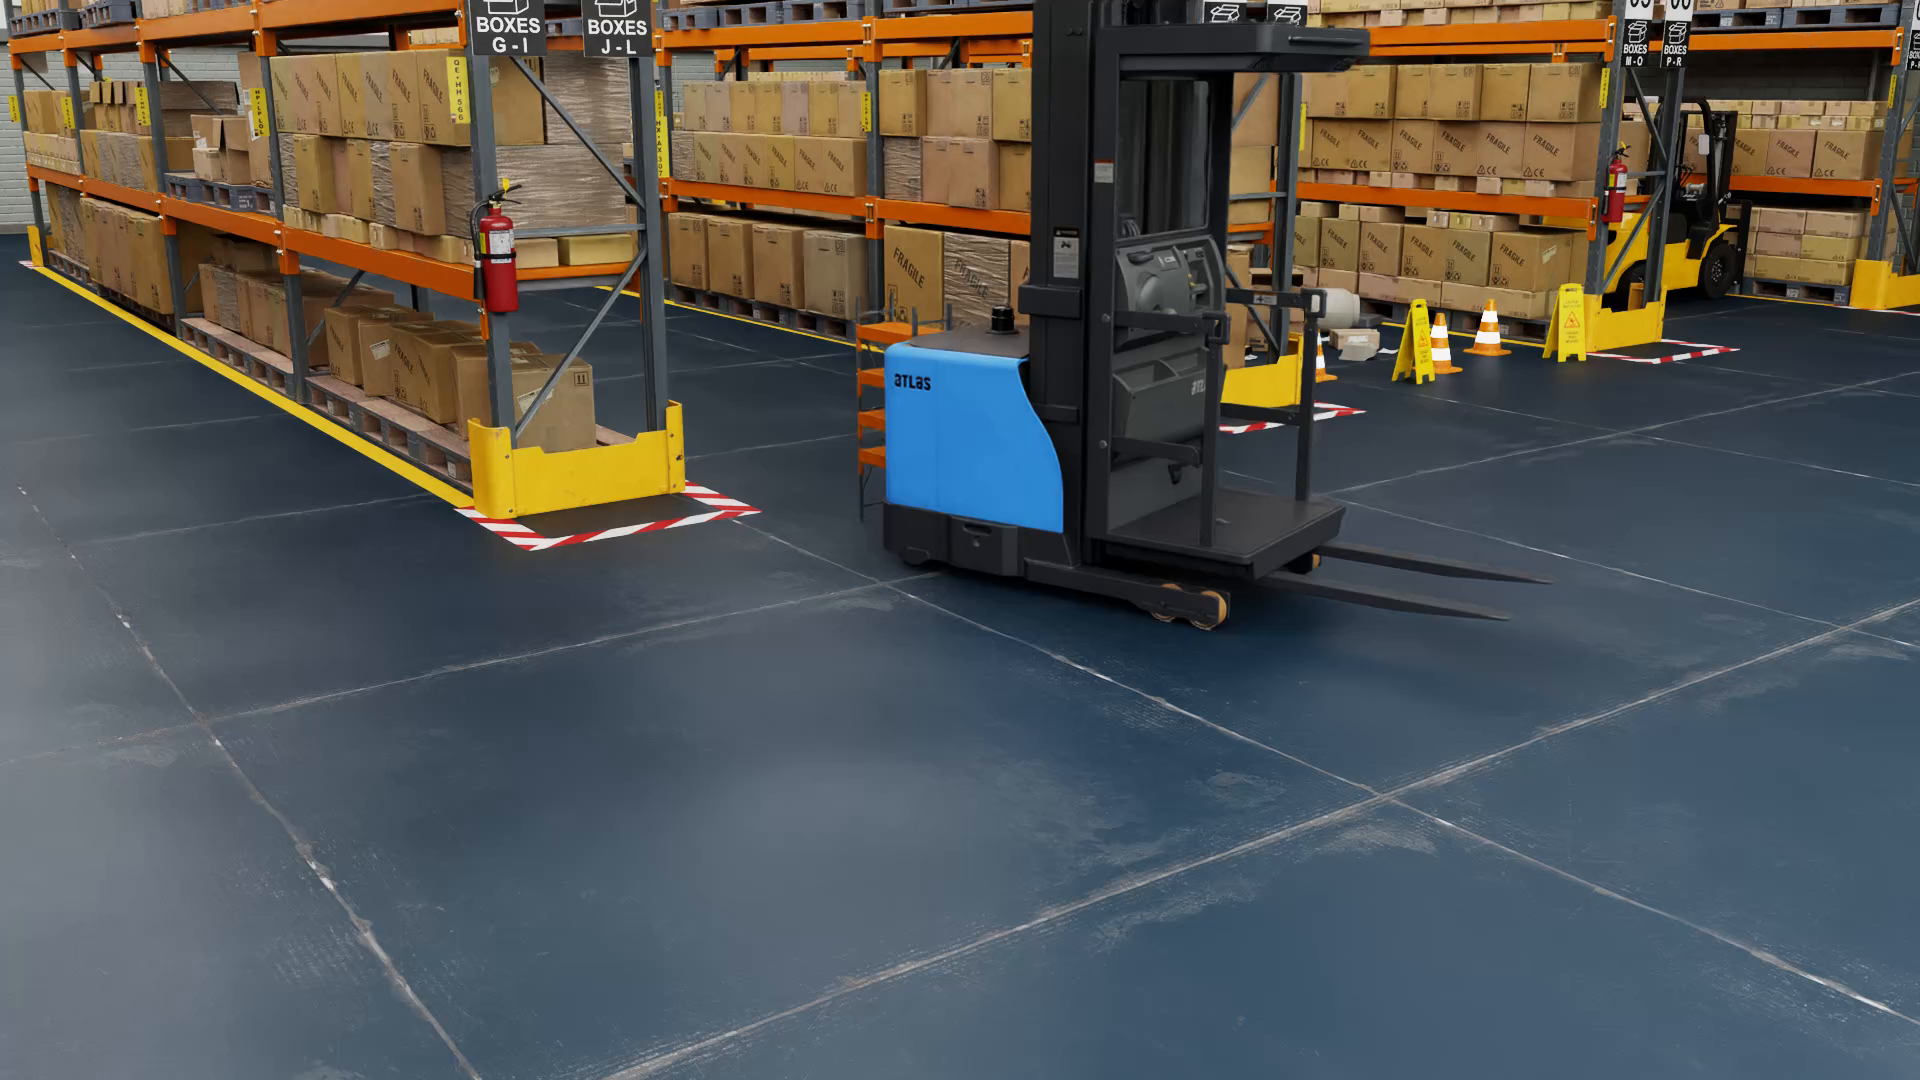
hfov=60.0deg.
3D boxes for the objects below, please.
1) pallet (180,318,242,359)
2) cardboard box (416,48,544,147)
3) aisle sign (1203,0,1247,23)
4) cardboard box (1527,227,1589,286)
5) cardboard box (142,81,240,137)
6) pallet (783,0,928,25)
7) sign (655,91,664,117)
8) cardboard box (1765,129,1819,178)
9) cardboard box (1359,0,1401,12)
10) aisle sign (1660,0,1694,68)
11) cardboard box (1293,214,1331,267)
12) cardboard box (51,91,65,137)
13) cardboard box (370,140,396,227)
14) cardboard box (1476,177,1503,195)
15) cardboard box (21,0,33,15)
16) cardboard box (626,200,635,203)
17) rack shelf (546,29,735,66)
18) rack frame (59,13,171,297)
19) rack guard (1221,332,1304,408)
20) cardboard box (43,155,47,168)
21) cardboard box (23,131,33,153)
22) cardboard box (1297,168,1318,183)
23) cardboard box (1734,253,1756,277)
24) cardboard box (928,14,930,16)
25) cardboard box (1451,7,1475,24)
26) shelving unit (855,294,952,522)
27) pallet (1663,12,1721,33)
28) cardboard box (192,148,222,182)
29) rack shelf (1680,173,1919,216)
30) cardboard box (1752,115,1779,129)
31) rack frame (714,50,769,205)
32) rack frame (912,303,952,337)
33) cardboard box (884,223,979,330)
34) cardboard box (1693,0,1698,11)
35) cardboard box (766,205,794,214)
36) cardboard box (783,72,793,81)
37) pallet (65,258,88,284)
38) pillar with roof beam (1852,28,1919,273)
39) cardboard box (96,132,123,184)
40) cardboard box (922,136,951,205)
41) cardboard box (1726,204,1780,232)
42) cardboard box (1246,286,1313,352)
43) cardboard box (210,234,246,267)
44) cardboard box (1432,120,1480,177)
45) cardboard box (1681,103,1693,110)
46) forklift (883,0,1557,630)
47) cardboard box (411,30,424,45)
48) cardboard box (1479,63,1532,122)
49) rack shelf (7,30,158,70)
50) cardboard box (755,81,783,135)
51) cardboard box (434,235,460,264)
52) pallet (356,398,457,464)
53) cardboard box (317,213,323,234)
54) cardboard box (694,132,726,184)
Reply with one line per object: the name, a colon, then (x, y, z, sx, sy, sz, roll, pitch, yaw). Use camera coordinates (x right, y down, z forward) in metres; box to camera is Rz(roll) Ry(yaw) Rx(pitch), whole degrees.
pallet: (-6.339, -1.859, 14.967, 1.003, 0.211, 1.213, -11, 19, -35)
cardboard box: (-2.617, -2.415, 9.072, 0.500, 0.500, 0.500, -11, 19, -35)
aisle sign: (1.777, -3.603, 11.133, 0.394, 0.787, 0.004, -11, 19, -35)
cardboard box: (5.657, -2.659, 15.601, 0.500, 0.500, 0.500, -12, 19, -36)
cardboard box: (-7.214, -4.061, 15.643, 0.797, 0.503, 0.637, -10, 18, -33)
pallet: (-0.953, -4.807, 15.139, 0.805, 0.209, 1.217, -12, 19, -37)
sign: (-3.160, -4.553, 17.486, 0.100, 0.325, 0.005, -11, 19, -35)
cardboard box: (9.136, -4.197, 18.037, 0.500, 0.500, 0.500, -10, 18, -33)
cardboard box: (4.202, -5.218, 15.999, 0.500, 0.250, 0.500, -11, 19, -34)
aisle sign: (6.209, -4.489, 14.372, 0.394, 0.787, 0.004, -11, 19, -35)
cardboard box: (3.699, -3.125, 17.304, 0.500, 0.500, 0.500, -10, 18, -32)
cardboard box: (-9.927, -4.822, 18.812, 0.500, 0.500, 0.500, -11, 19, -34)
cardboard box: (-3.045, -2.177, 10.096, 0.875, 0.500, 0.500, -11, 19, -35)
cardboard box: (4.981, -3.271, 15.322, 0.380, 0.149, 0.250, -10, 18, -34)
cardboard box: (-10.919, -6.583, 20.090, 0.700, 0.500, 0.500, -12, 19, -37)
cardboard box: (-3.932, -3.800, 19.297, 0.500, 0.250, 0.500, -10, 18, -33)
rack shelf: (-3.902, -5.646, 19.202, 1.077, 0.370, 4.000, -11, 19, -35)
rack frame: (-9.149, -4.225, 18.330, 1.000, 3.000, 0.127, -11, 19, -35)
rack guard: (1.992, -1.200, 12.013, 1.175, 0.500, 0.348, -11, 19, -35)
cardboard box: (-10.802, -4.556, 20.018, 0.380, 0.149, 0.250, -11, 19, -35)
cardboard box: (-11.438, -5.006, 20.903, 0.500, 0.250, 0.500, -11, 19, -36)
cardboard box: (3.687, -3.771, 17.146, 0.380, 0.149, 0.250, -10, 18, -33)
cardboard box: (8.832, -3.115, 18.689, 0.500, 0.250, 0.500, -11, 19, -34)
cardboard box: (-0.342, -6.903, 21.892, 0.396, 0.266, 0.258, -9, 18, -30)
cardboard box: (4.756, -4.837, 15.359, 0.380, 0.149, 0.250, -11, 19, -36)
shelving unit: (-0.293, -0.646, 8.665, 0.258, 1.200, 0.503, -12, 19, -37)
pallet: (8.106, -6.052, 19.491, 1.003, 0.211, 1.213, -11, 19, -35)
cardboard box: (-5.998, -3.107, 13.735, 0.500, 0.250, 0.500, -12, 19, -36)
rack shelf: (8.759, -4.052, 19.061, 1.077, 0.370, 4.000, -11, 19, -35)
cardboard box: (8.896, -4.583, 18.219, 0.380, 0.149, 0.250, -12, 19, -36)
rack frame: (-3.485, -6.617, 27.071, 1.000, 3.000, 0.127, -11, 19, -35)
rack frame: (-0.140, -0.596, 8.481, 0.240, 1.200, 0.015, -12, 19, -37)
cardboard box: (-0.061, -2.297, 14.517, 0.875, 0.875, 0.875, -11, 19, -34)
cardboard box: (8.210, -6.095, 18.749, 0.396, 0.266, 0.258, -11, 19, -36)
cardboard box: (-2.471, -5.264, 26.186, 0.875, 0.438, 0.875, -10, 18, -33)
cardboard box: (-2.429, -6.956, 24.995, 0.380, 0.149, 0.250, -11, 19, -35)
pallet: (-10.255, -3.315, 20.288, 1.003, 0.211, 1.213, -11, 19, -35)
pillar with roof beam: (6.773, -6.486, 15.227, 9.100, 9.000, 0.400, -11, 19, -35)
cardboard box: (-8.491, -3.922, 17.034, 0.500, 0.500, 0.500, -11, 19, -36)
cardboard box: (0.194, -3.146, 14.105, 0.875, 0.550, 0.550, -11, 19, -35)
cardboard box: (8.802, -3.595, 18.547, 0.500, 0.250, 0.500, -11, 19, -34)
cardboard box: (2.842, -1.979, 14.852, 0.637, 0.503, 0.797, 4, 16, 13)
cardboard box: (-6.379, -2.600, 14.876, 0.500, 0.250, 0.500, -10, 18, -32)
cardboard box: (4.798, -3.680, 15.588, 0.500, 0.500, 0.500, -11, 19, -35)
cardboard box: (8.352, -4.954, 19.011, 0.380, 0.149, 0.250, -11, 19, -35)
forklift: (1.123, -1.186, 7.359, 3.031, 2.935, 1.130, 10, 18, 34)
cardboard box: (-7.373, -7.066, 23.313, 0.500, 0.250, 0.500, -10, 18, -33)
cardboard box: (5.154, -4.059, 15.077, 0.700, 0.500, 0.500, -11, 19, -34)
rack shelf: (-10.325, -5.752, 19.589, 1.077, 0.370, 4.000, -11, 19, -35)
cardboard box: (-1.568, -4.226, 16.251, 0.700, 0.500, 0.500, -11, 19, -35)
cardboard box: (-2.763, -1.669, 9.467, 0.380, 0.149, 0.250, -11, 19, -35)
pallet: (-3.301, -0.773, 11.000, 1.003, 0.211, 1.213, -11, 19, -35)
cardboard box: (-4.102, -2.146, 11.212, 0.380, 0.149, 0.250, -11, 19, -35)
cardboard box: (-2.379, -3.921, 17.031, 0.500, 0.500, 0.500, -11, 19, -35)
